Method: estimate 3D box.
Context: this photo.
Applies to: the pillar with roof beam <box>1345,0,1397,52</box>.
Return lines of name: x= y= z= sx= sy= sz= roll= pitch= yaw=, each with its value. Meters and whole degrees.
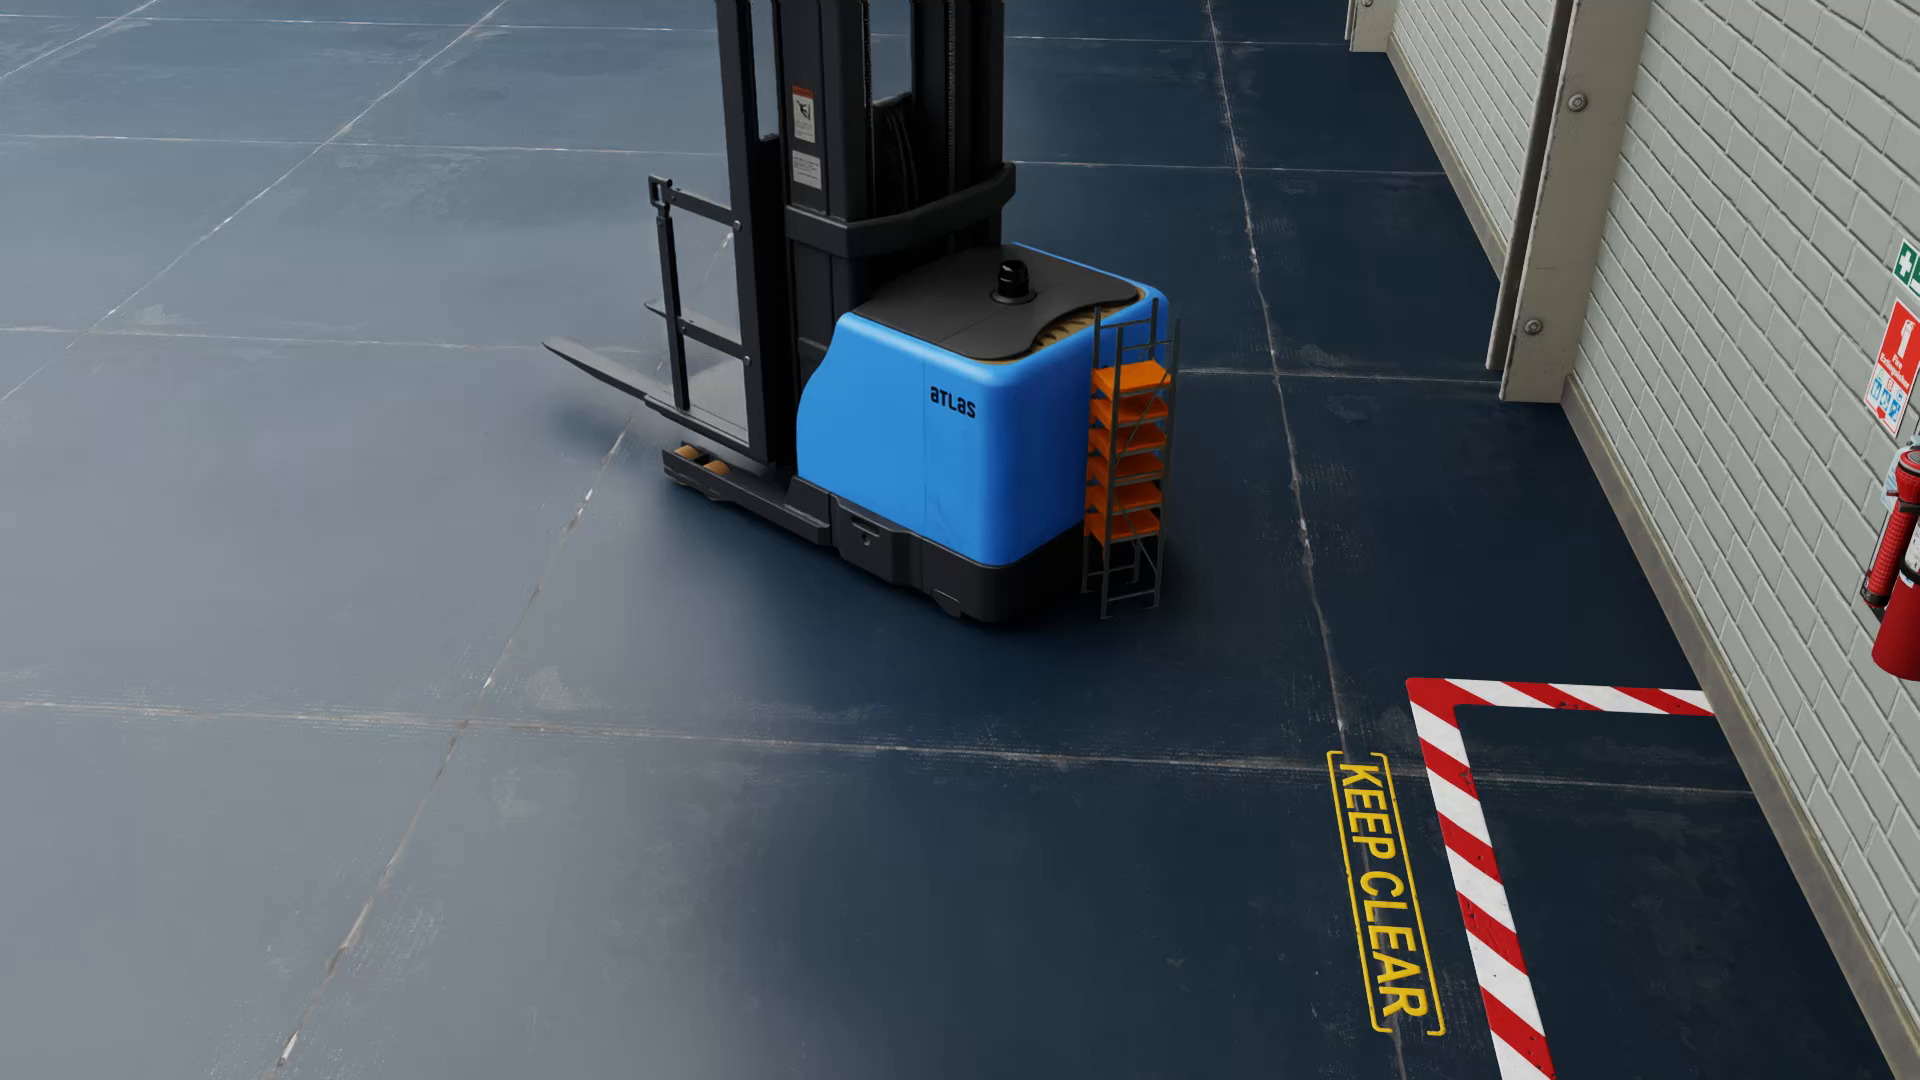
pillar with roof beam: x=-1.090 y=-7.904 z=10.998 sx=9.100 sy=9.000 sz=0.400 roll=2 pitch=32 yaw=4

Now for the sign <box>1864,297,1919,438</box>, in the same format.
sign: x=2.610 y=-0.481 z=4.638 sx=0.001 sy=0.329 sz=0.234 roll=2 pitch=32 yaw=4

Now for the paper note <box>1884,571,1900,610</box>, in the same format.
paper note: x=2.546 y=0.104 z=4.562 sx=0.016 sy=0.148 sz=0.142 roll=2 pitch=32 yaw=4

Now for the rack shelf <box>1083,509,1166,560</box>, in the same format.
rack shelf: x=0.612 y=-0.035 z=6.204 sx=0.258 sy=0.103 sz=0.180 roll=-11 pitch=34 yaw=-17

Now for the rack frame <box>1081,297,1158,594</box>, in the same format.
rack frame: x=0.582 y=-0.322 z=6.126 sx=0.240 sy=1.200 sz=0.006 roll=-11 pitch=34 yaw=-17

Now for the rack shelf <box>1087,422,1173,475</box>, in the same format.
rack shelf: x=0.613 y=-0.340 z=6.014 sx=0.258 sy=0.103 sz=0.180 roll=-11 pitch=34 yaw=-17

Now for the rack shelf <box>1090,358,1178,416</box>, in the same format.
rack shelf: x=0.614 y=-0.544 z=5.886 sx=0.258 sy=0.103 sz=0.180 roll=-11 pitch=34 yaw=-17

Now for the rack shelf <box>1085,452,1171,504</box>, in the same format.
rack shelf: x=0.613 y=-0.239 z=6.077 sx=0.258 sy=0.103 sz=0.180 roll=-11 pitch=34 yaw=-17

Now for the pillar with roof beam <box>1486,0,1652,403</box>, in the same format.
pillar with roof beam: x=-1.579 y=-4.766 z=5.907 sx=9.100 sy=9.000 sz=0.400 roll=2 pitch=32 yaw=4

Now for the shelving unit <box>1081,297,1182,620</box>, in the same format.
shelving unit: x=0.613 y=-0.276 z=6.054 sx=0.258 sy=1.200 sz=0.189 roll=-11 pitch=34 yaw=-17

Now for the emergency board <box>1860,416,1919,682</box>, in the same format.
emergency board: x=2.463 y=-0.182 z=4.186 sx=0.194 sy=1.169 sz=0.643 roll=2 pitch=32 yaw=4

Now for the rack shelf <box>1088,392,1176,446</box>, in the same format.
rack shelf: x=0.614 y=-0.442 z=5.950 sx=0.258 sy=0.103 sz=0.180 roll=-11 pitch=34 yaw=-17

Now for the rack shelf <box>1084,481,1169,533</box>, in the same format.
rack shelf: x=0.613 y=-0.137 z=6.141 sx=0.258 sy=0.103 sz=0.180 roll=-11 pitch=34 yaw=-17

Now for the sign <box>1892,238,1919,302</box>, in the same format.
sign: x=2.601 y=-0.705 z=4.496 sx=0.001 sy=0.109 sz=0.331 roll=2 pitch=32 yaw=4

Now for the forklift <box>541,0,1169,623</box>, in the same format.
forklift: x=-0.633 y=-1.595 z=6.544 sx=3.031 sy=2.935 sz=1.130 roll=25 pitch=40 yaw=35

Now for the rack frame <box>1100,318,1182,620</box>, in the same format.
rack frame: x=0.644 y=-0.231 z=5.981 sx=0.240 sy=1.200 sz=0.006 roll=-11 pitch=34 yaw=-17
